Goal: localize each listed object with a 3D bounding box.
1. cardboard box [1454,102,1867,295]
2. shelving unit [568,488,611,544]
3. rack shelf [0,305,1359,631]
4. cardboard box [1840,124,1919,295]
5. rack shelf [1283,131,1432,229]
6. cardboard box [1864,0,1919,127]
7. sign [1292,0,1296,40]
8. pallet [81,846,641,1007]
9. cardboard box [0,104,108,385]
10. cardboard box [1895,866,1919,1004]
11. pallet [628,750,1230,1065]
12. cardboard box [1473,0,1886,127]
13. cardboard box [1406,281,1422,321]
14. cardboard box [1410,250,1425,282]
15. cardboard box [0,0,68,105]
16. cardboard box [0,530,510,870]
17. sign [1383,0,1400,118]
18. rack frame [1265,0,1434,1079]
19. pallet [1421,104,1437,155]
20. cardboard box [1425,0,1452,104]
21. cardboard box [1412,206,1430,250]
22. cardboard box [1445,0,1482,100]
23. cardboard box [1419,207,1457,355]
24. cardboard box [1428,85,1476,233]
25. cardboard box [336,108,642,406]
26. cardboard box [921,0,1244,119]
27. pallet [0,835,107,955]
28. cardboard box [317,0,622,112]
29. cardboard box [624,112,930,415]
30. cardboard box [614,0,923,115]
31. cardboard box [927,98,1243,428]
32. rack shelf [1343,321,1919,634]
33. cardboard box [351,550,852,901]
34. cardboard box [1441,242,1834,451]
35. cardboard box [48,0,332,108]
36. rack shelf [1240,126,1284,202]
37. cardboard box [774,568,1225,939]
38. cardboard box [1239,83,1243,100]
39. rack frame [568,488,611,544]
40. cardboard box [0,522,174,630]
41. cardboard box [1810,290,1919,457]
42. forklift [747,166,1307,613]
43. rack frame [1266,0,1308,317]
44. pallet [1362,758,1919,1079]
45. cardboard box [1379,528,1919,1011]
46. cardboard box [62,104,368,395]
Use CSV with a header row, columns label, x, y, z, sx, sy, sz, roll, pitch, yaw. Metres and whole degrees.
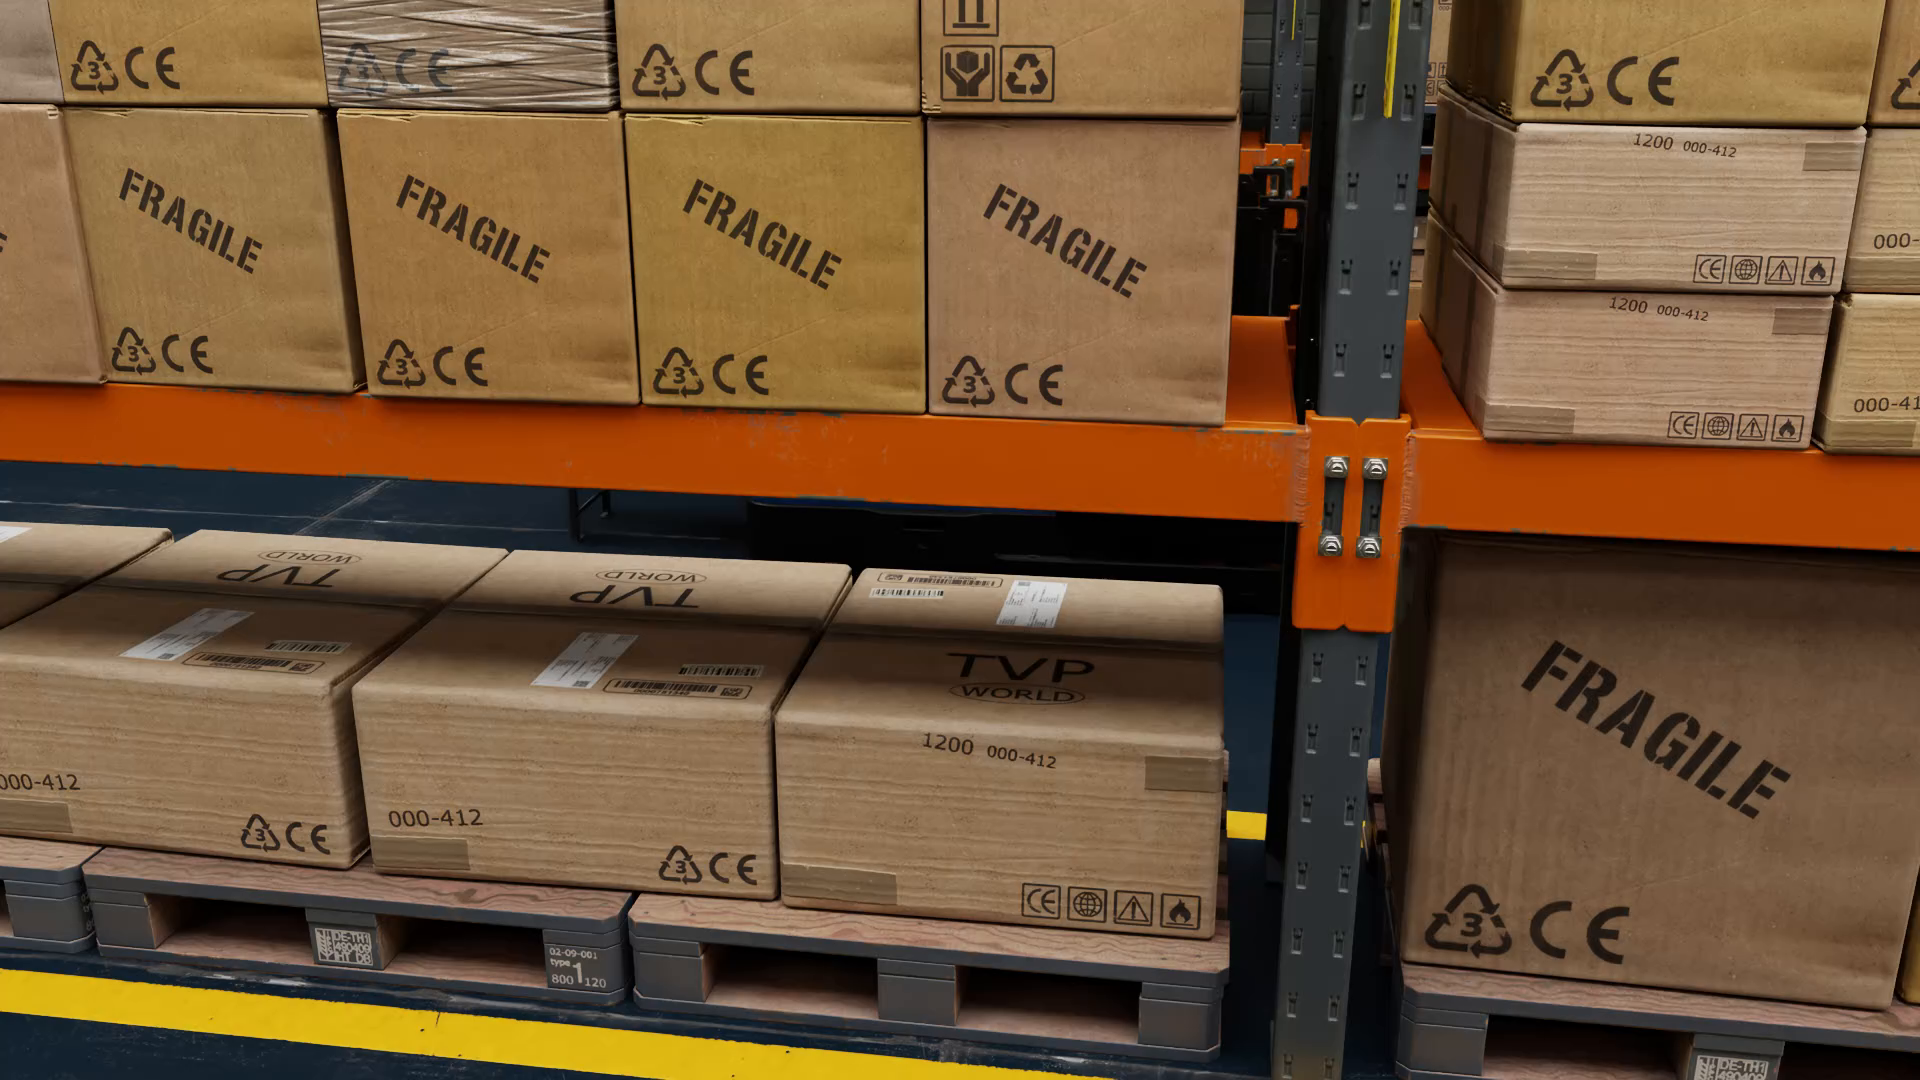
label,x,y,z,sx,sy,sz,roll,pitch,yaw
cardboard box,1.122,-0.578,2.751,0.500,0.250,0.500,2,19,7
shelving unit,-1.063,-0.746,6.170,0.755,1.500,0.431,2,19,6
rack shelf,-1.242,-0.282,3.552,4.000,0.370,1.077,3,19,9
cardboard box,1.642,-0.560,2.699,0.500,0.250,0.500,3,19,10
rack shelf,3.491,-1.636,7.598,4.000,0.370,1.077,3,19,9
cardboard box,1.628,-0.915,2.576,0.500,0.500,0.500,3,19,8
sign,1.438,-2.318,7.138,0.005,0.325,0.100,3,19,9
pallet,-1.214,0.677,3.948,1.213,0.211,1.003,3,19,9
cardboard box,-1.785,-0.609,3.238,0.500,0.500,0.500,3,19,8
cardboard box,2.251,0.335,3.260,0.875,0.875,0.875,3,19,10
pallet,-0.006,0.737,3.767,1.213,0.211,1.003,3,19,9
cardboard box,1.122,-0.932,2.627,0.500,0.500,0.500,3,19,9
cardboard box,1.958,-0.996,7.831,0.500,0.500,0.500,4,19,11
cardboard box,2.114,-1.308,7.739,0.250,0.149,0.380,2,19,7
cardboard box,-1.767,-1.084,3.084,0.500,0.500,0.500,3,19,8
cardboard box,-1.644,0.338,3.943,0.875,0.438,0.875,3,19,10
sign,0.646,-0.796,2.467,0.005,0.325,0.100,3,19,9
rack frame,0.733,-0.522,3.137,0.127,3.000,1.000,3,19,9
pallet,2.288,-1.912,7.593,1.213,0.211,1.003,3,19,9
cardboard box,1.958,-2.230,7.420,0.500,0.500,0.700,3,19,10
cardboard box,2.092,-1.440,7.667,0.250,0.149,0.380,2,19,6
cardboard box,1.214,-1.100,3.130,0.500,0.500,0.500,4,19,10
cardboard box,1.216,-0.508,3.329,0.500,0.250,0.500,2,19,7
cardboard box,1.207,-0.742,3.242,0.500,0.250,0.500,3,19,9
cardboard box,-0.773,-0.558,3.085,0.500,0.500,0.500,3,19,8
cardboard box,0.223,-0.981,2.774,0.500,0.500,0.500,3,19,8
pallet,-2.415,0.615,4.134,1.213,0.211,1.003,3,19,9
cardboard box,-0.781,-1.032,2.926,0.500,0.500,0.500,3,19,9
cardboard box,-0.275,-0.537,3.023,0.500,0.500,0.500,2,19,7
cardboard box,-0.277,-1.009,2.858,0.500,0.500,0.500,3,19,8
cardboard box,0.234,-0.513,2.951,0.500,0.500,0.500,3,19,9
rack shelf,2.707,-0.080,2.950,4.000,0.370,1.077,3,19,9
cardboard box,-0.754,0.384,3.805,0.875,0.438,0.875,2,19,7
cardboard box,1.125,-0.346,2.847,0.500,0.250,0.500,2,19,7
cardboard box,-1.275,-1.060,3.009,0.500,0.500,0.500,3,19,9
rack shelf,-0.458,-1.837,8.200,4.000,0.370,1.077,3,19,9
cardboard box,0.130,0.428,3.671,0.875,0.438,0.875,3,19,8
cardboard box,0.311,-0.675,3.436,0.500,0.500,0.500,4,19,10
rack frame,-1.427,-0.760,6.211,0.023,1.500,0.400,2,19,6
cardboard box,-2.549,0.294,4.073,0.875,0.438,0.875,2,19,7
cardboard box,1.636,-0.321,2.771,0.500,0.250,0.500,2,19,7
forklift,0.816,-1.325,5.643,3.031,2.935,1.130,2,19,6
rack frame,1.516,-2.077,7.785,0.127,3.000,1.000,3,19,9
pallet,1.506,0.815,3.534,1.213,0.211,1.003,3,19,9
cardboard box,1.358,0.292,3.389,0.875,0.875,0.875,4,19,10
cardboard box,-1.288,-0.589,3.178,0.500,0.500,0.500,4,19,10
